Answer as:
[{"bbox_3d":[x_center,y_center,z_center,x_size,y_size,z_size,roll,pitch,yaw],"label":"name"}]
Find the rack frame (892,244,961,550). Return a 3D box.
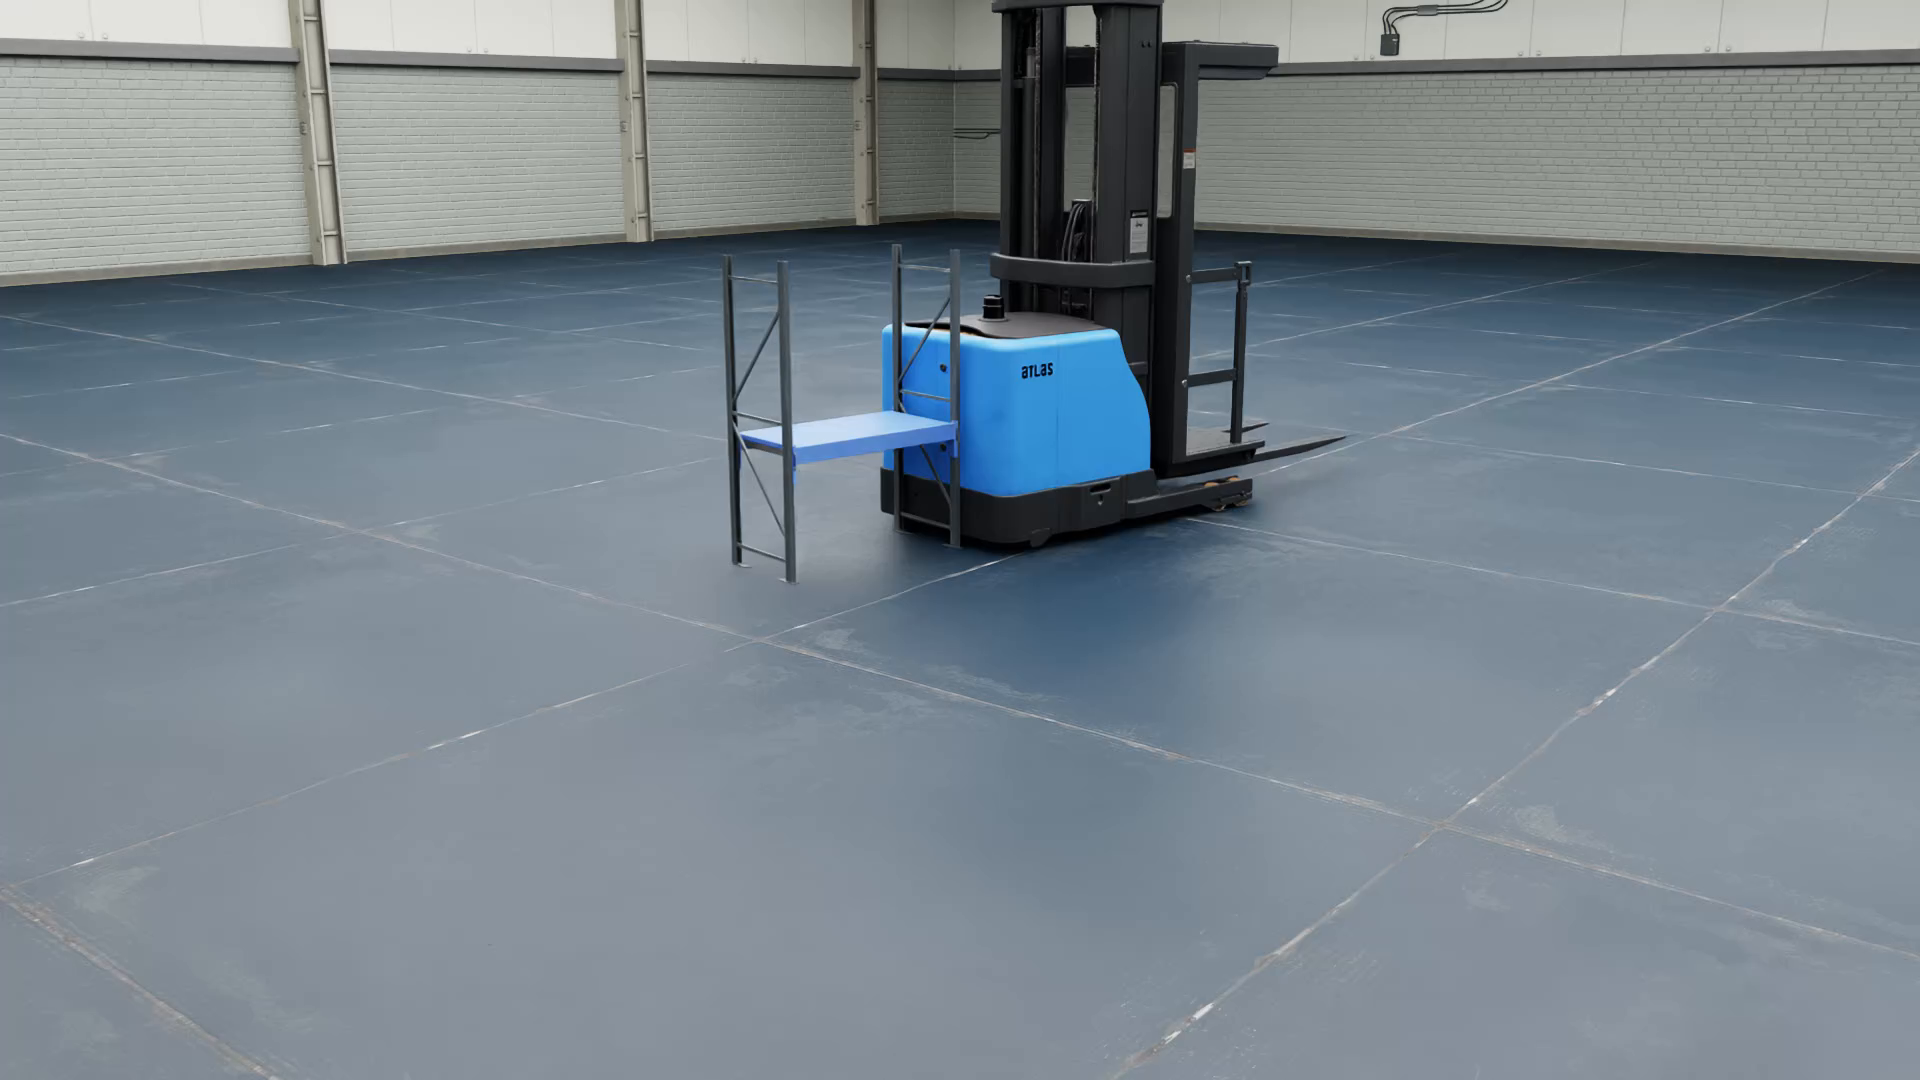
[{"bbox_3d":[-0.173,-0.726,8.436,0.032,1.500,0.500,-12,19,-39],"label":"rack frame"}]

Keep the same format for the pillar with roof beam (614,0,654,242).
[{"bbox_3d":[-2.318,-8.981,25.701,9.100,9.000,0.400,11,18,38],"label":"pillar with roof beam"}]

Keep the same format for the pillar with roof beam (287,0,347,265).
[{"bbox_3d":[-6.089,-7.832,21.178,9.100,9.000,0.400,11,18,38],"label":"pillar with roof beam"}]

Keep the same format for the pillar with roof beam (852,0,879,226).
[{"bbox_3d":[1.453,-10.130,30.224,9.100,9.000,0.400,11,18,38],"label":"pillar with roof beam"}]

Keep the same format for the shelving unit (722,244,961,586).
[{"bbox_3d":[-0.557,-0.644,8.114,1.048,1.500,0.538,-12,19,-39],"label":"shelving unit"}]

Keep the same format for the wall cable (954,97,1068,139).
[{"bbox_3d":[0.985,-9.651,34.644,3.097,2.526,0.112,11,18,38],"label":"wall cable"}]

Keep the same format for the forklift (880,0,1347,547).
[{"bbox_3d":[1.018,-1.663,9.215,3.031,2.935,1.130,-12,19,-39],"label":"forklift"}]

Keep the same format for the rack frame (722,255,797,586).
[{"bbox_3d":[-0.942,-0.563,7.791,0.032,1.500,0.500,-12,19,-39],"label":"rack frame"}]

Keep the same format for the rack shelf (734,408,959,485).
[{"bbox_3d":[-0.557,-0.470,8.158,1.000,0.185,0.538,-12,19,-39],"label":"rack shelf"}]

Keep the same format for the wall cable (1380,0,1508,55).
[{"bbox_3d":[8.359,-11.332,28.048,2.305,6.003,0.169,11,18,38],"label":"wall cable"}]
